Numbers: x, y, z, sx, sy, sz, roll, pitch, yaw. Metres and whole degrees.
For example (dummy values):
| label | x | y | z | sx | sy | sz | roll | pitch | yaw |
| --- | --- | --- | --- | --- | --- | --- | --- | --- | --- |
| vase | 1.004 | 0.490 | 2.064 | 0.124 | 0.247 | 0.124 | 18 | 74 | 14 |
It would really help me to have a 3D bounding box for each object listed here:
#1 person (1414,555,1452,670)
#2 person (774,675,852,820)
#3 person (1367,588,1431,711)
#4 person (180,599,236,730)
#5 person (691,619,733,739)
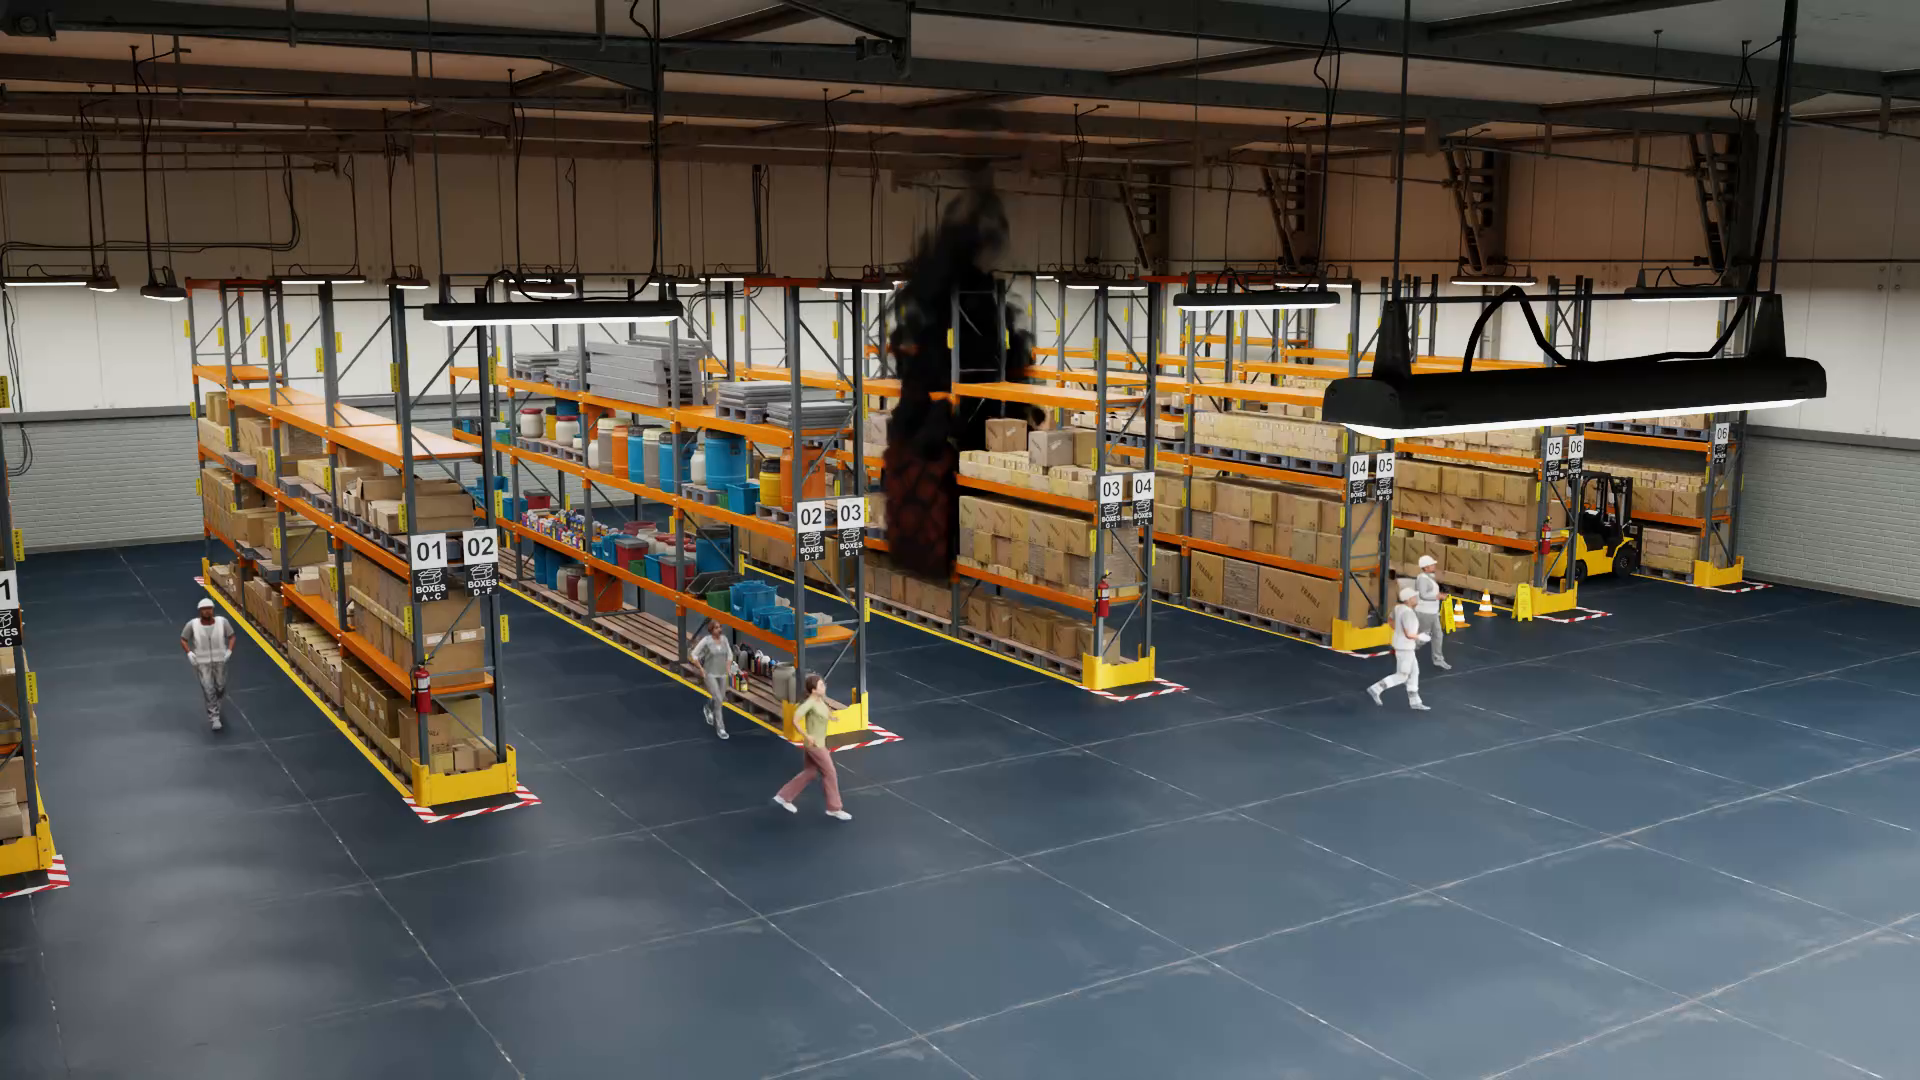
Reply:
| label | x | y | z | sx | sy | sz | roll | pitch | yaw |
| --- | --- | --- | --- | --- | --- | --- | --- | --- | --- |
| person | 7.260 | 1.132 | 25.892 | 0.841 | 1.797 | 0.663 | 4 | 10 | 23 |
| person | -1.685 | 2.357 | 18.968 | 0.897 | 1.688 | 0.561 | 0 | 10 | -1 |
| person | 6.227 | 1.546 | 23.508 | 0.940 | 1.784 | 0.667 | 1 | 10 | 3 |
| person | -10.319 | 1.666 | 22.879 | 0.692 | 1.769 | 0.812 | -6 | 11 | -31 |
| person | -3.314 | 1.830 | 22.350 | 0.557 | 1.585 | 0.746 | -7 | 12 | -36 |
